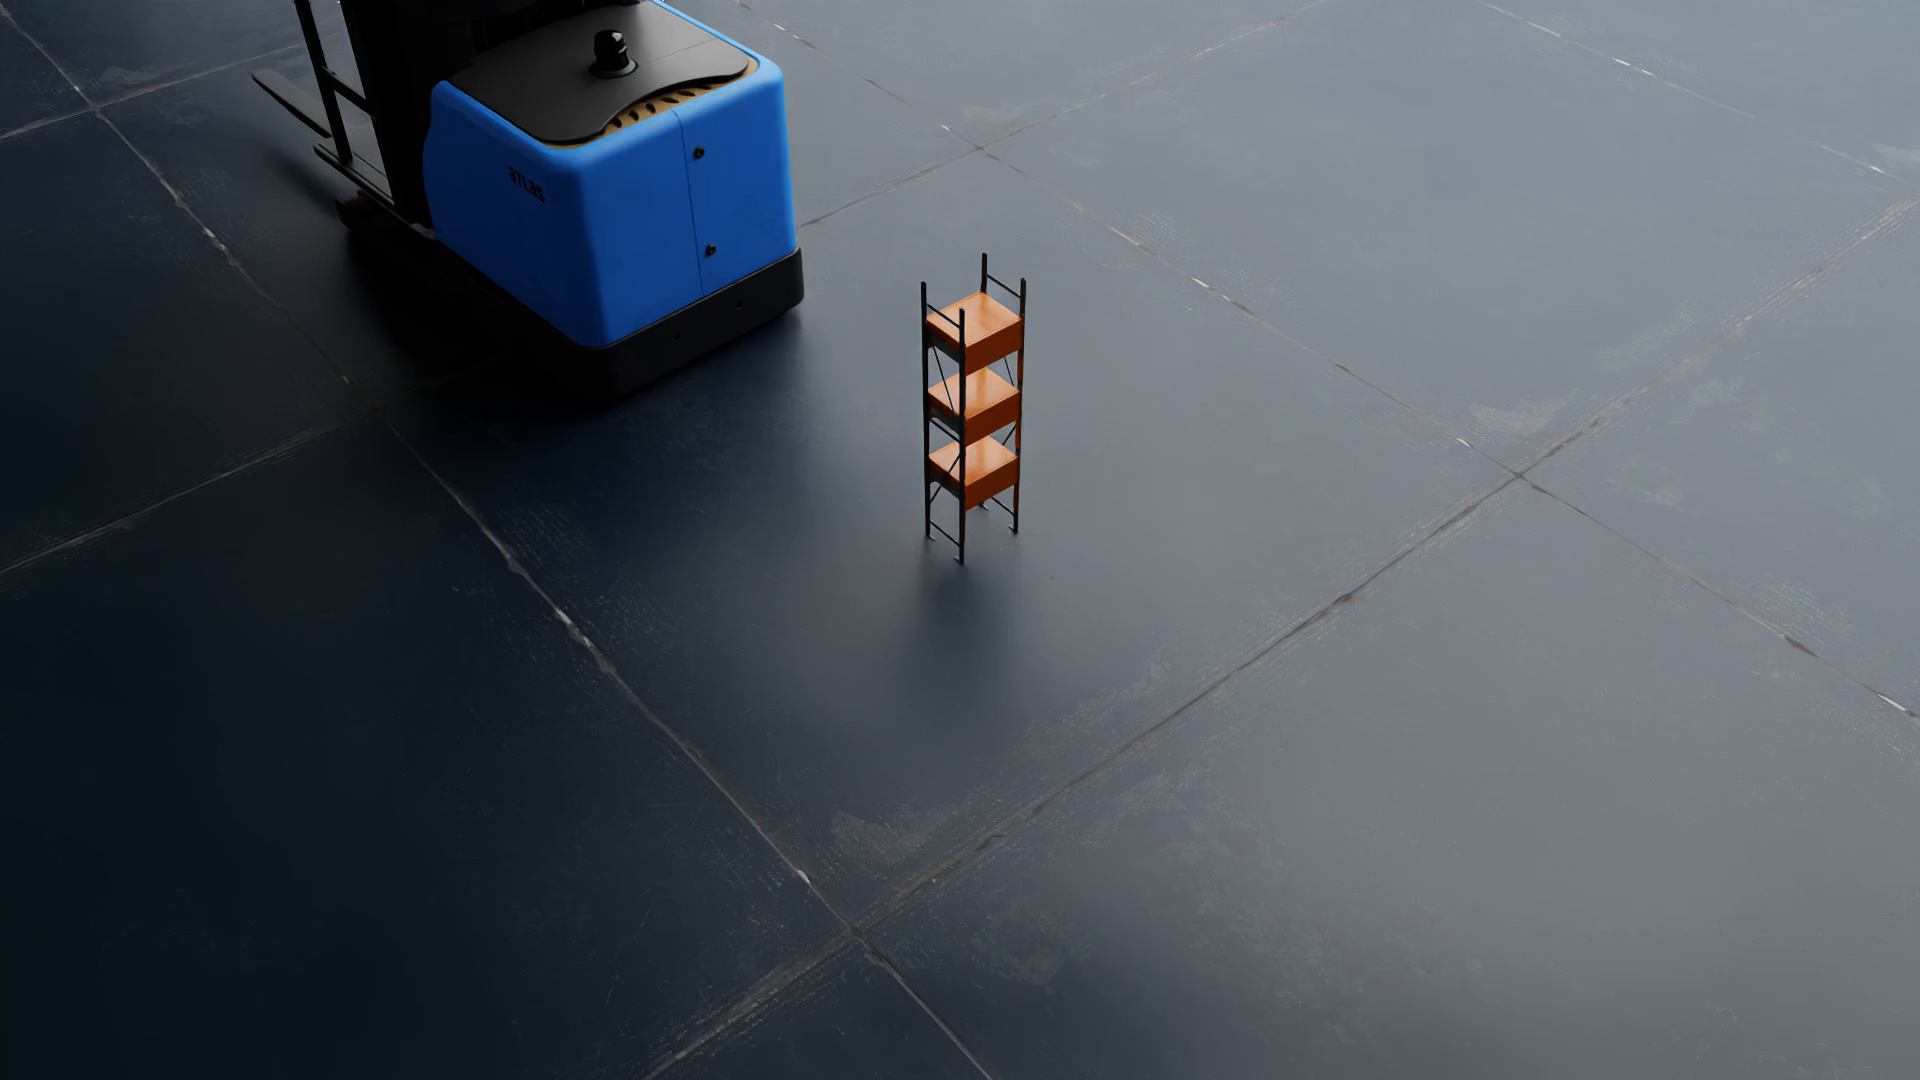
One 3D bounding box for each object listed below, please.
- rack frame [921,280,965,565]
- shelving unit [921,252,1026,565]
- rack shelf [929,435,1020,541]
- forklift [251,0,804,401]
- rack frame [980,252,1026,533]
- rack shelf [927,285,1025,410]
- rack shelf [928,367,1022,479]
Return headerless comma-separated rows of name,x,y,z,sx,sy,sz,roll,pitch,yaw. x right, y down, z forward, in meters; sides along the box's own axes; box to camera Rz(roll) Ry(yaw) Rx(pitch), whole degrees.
rack frame,-0.053,-0.353,5.359,0.008,1.050,0.200,-30,51,-28
shelving unit,0.041,-0.406,5.416,0.252,1.050,0.215,-30,51,-28
rack shelf,0.041,-0.196,5.613,0.240,0.259,0.215,-30,51,-28
forklift,-2.011,-2.496,6.267,1.130,2.935,3.031,-33,53,-30
rack frame,0.135,-0.460,5.473,0.008,1.050,0.200,-30,51,-28
rack shelf,0.041,-0.605,5.229,0.240,0.259,0.215,-30,51,-28
rack shelf,0.041,-0.398,5.423,0.240,0.259,0.215,-30,51,-28
